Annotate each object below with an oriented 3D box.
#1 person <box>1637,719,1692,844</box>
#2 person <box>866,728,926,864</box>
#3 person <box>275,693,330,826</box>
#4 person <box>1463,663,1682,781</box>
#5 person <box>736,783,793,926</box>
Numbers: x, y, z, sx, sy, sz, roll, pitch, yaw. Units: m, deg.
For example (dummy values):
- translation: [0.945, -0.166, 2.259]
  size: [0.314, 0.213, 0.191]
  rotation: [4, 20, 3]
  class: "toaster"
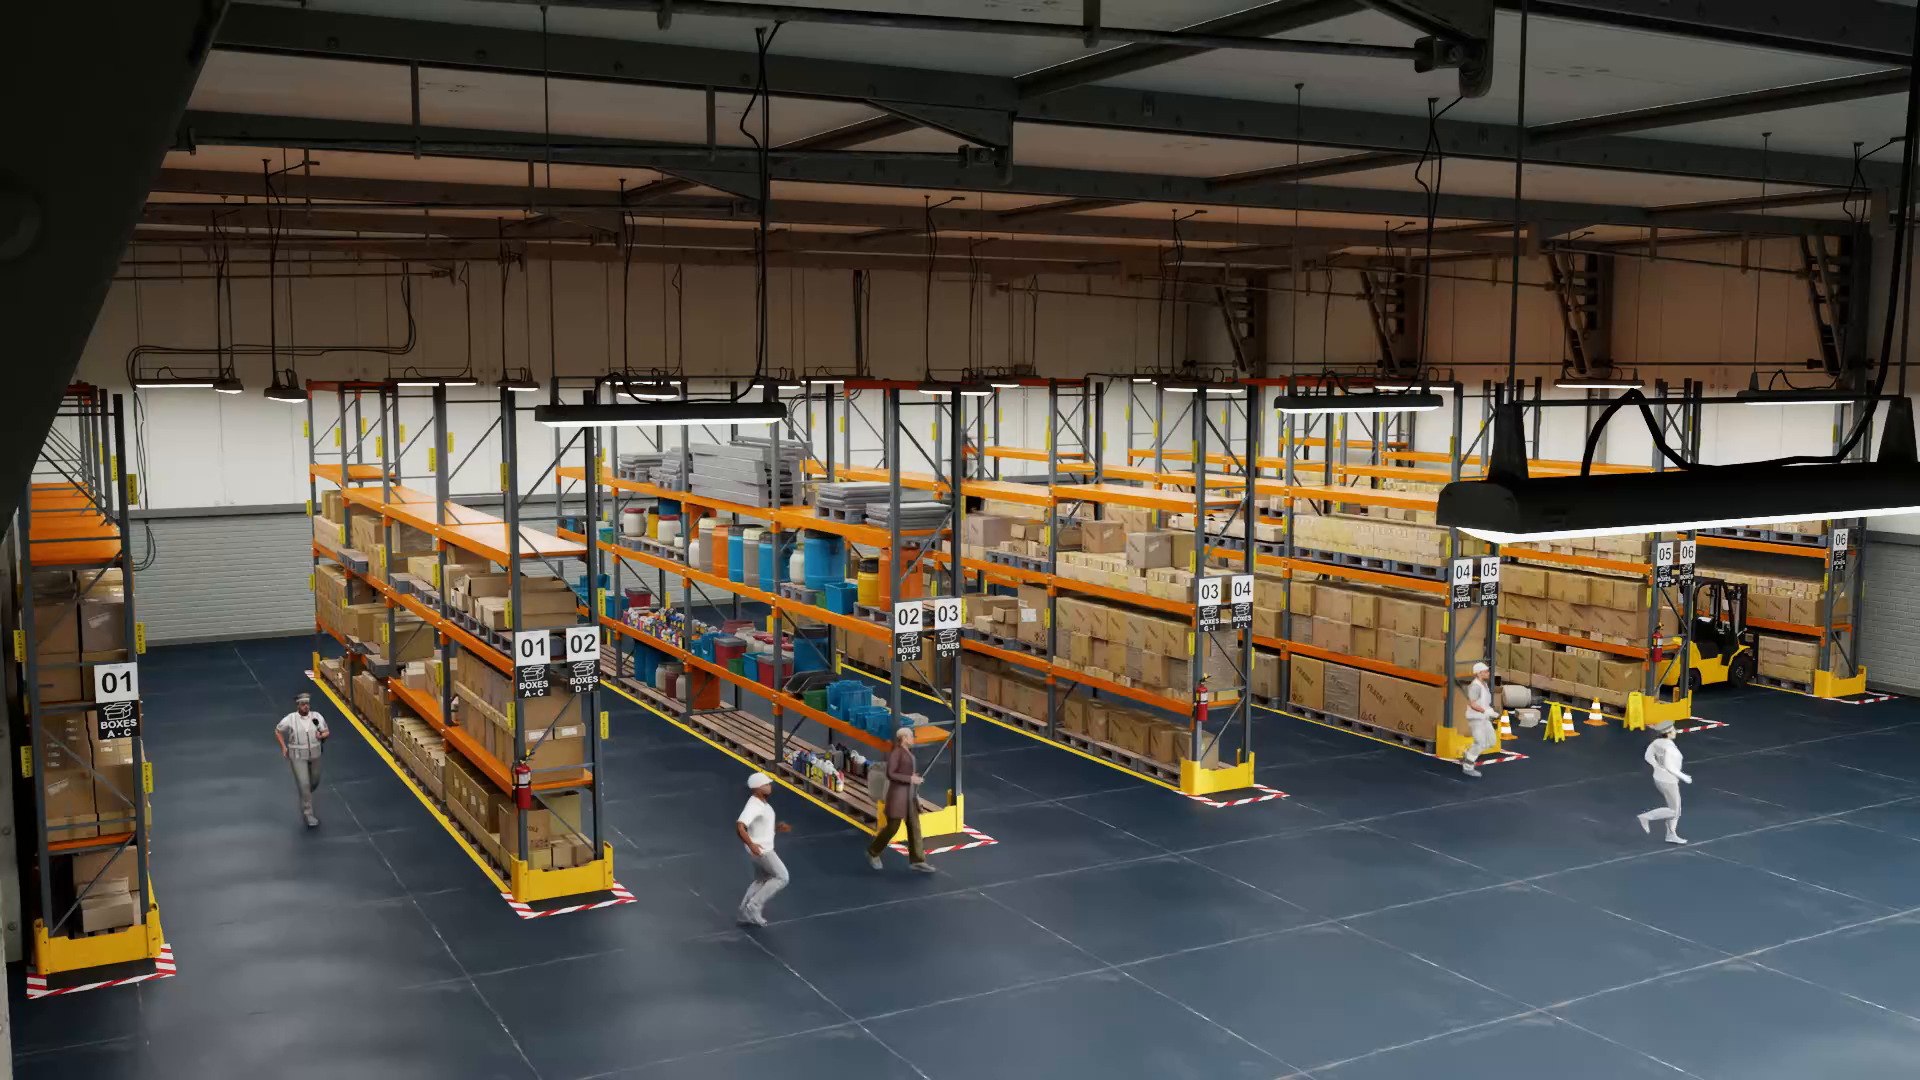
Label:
- translation: [9.265, 3.185, 21.927]
  size: [0.696, 1.671, 0.617]
  rotation: [0, 6, -1]
  class: "person"
- translation: [-0.700, 3.190, 20.820]
  size: [0.815, 1.669, 0.691]
  rotation: [4, 7, 30]
  class: "person"
- translation: [-9.045, 2.983, 22.995]
  size: [0.662, 1.768, 0.953]
  rotation: [-5, 8, -41]
  class: "person"
- translation: [8.687, 2.904, 23.801]
  size: [3.647, 1.684, 2.842]
  rotation: [4, 7, 35]
  class: "person"
- translation: [-2.199, 3.587, 18.715]
  size: [0.644, 1.499, 0.690]
  rotation: [-1, 6, -7]
  class: "person"
